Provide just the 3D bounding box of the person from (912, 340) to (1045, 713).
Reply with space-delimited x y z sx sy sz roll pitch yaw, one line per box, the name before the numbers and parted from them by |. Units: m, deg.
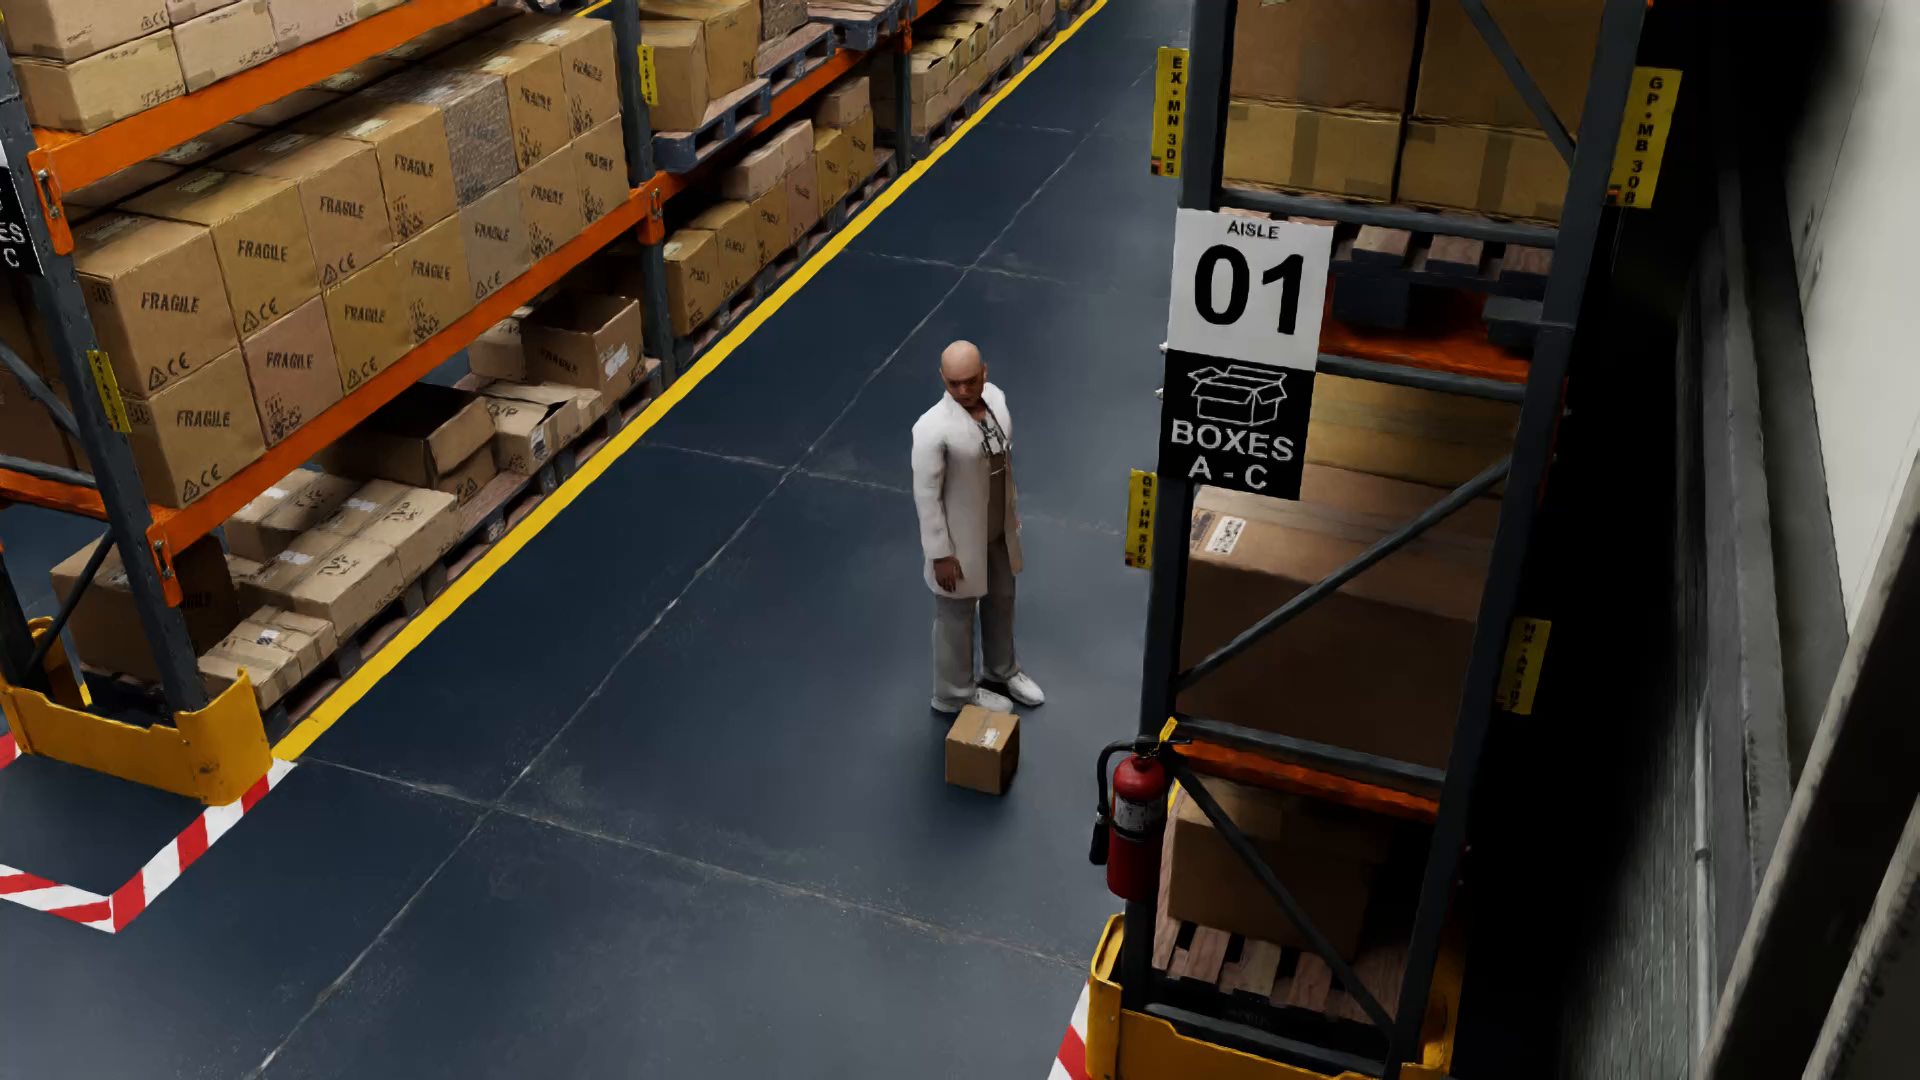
person | 0.102 -0.017 7.155 0.473 1.788 0.635 27 41 35
